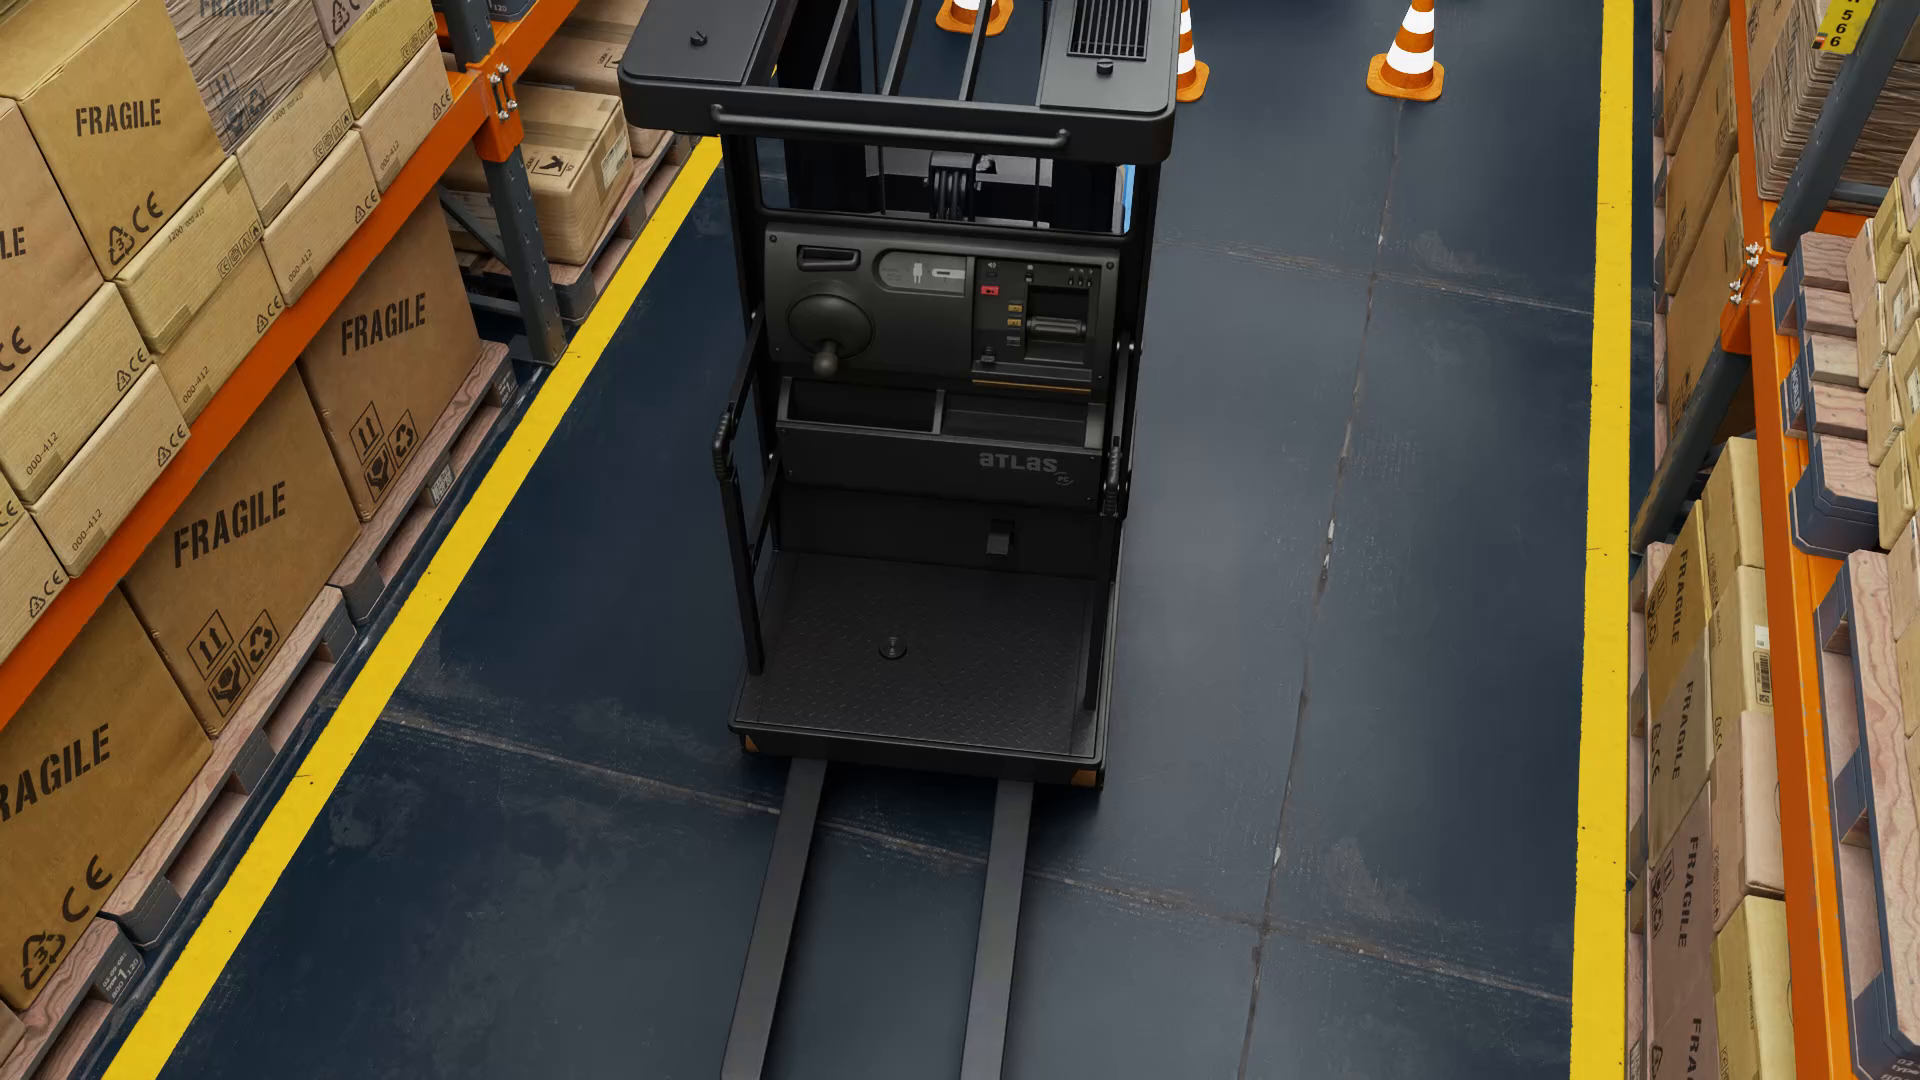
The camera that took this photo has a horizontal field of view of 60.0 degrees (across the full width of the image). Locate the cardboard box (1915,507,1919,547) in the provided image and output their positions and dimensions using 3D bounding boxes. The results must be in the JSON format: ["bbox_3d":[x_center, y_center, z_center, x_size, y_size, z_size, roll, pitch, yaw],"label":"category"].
[{"bbox_3d":[2.206,0.023,3.418,0.380,0.149,0.250,12,50,10],"label":"cardboard box"}]

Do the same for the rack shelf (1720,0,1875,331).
[{"bbox_3d":[3.322,-2.094,6.077,1.077,0.370,4.000,12,50,10],"label":"rack shelf"}]

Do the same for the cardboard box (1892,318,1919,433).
[{"bbox_3d":[2.339,-0.339,3.738,0.380,0.149,0.250,10,49,9],"label":"cardboard box"}]

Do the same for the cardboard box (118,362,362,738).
[{"bbox_3d":[-2.507,-0.097,4.972,0.875,0.875,0.875,12,50,10],"label":"cardboard box"}]

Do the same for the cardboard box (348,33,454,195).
[{"bbox_3d":[-1.889,-1.322,5.016,0.500,0.250,0.500,10,49,9],"label":"cardboard box"}]

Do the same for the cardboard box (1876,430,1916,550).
[{"bbox_3d":[2.273,-0.072,3.701,0.380,0.149,0.250,14,50,12],"label":"cardboard box"}]

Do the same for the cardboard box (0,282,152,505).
[{"bbox_3d":[-2.271,-0.383,3.854,0.500,0.250,0.500,10,49,9],"label":"cardboard box"}]

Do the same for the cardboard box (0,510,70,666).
[{"bbox_3d":[-2.404,0.146,3.721,0.500,0.250,0.500,11,50,10],"label":"cardboard box"}]

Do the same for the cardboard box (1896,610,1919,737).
[{"bbox_3d":[2.136,0.302,3.370,0.380,0.149,0.250,12,50,11],"label":"cardboard box"}]

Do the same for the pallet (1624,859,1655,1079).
[{"bbox_3d":[2.266,1.482,4.301,1.003,0.211,1.213,12,50,10],"label":"pallet"}]

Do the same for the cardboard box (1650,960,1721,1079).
[{"bbox_3d":[1.969,1.370,3.927,0.500,0.500,0.500,11,49,9],"label":"cardboard box"}]

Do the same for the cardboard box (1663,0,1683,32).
[{"bbox_3d":[3.772,-2.706,7.358,1.050,0.750,0.750,11,50,10],"label":"cardboard box"}]

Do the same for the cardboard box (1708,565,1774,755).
[{"bbox_3d":[2.247,0.373,4.307,0.500,0.250,0.500,11,49,10],"label":"cardboard box"}]

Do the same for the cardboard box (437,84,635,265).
[{"bbox_3d":[-1.848,-1.465,6.515,0.950,0.372,0.625,9,49,7],"label":"cardboard box"}]

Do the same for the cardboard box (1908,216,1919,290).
[{"bbox_3d":[2.419,-0.647,3.811,0.380,0.149,0.250,10,49,9],"label":"cardboard box"}]

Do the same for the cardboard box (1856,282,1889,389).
[{"bbox_3d":[2.413,-0.463,4.046,0.380,0.149,0.250,14,50,12],"label":"cardboard box"}]

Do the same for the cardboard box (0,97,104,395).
[{"bbox_3d":[-2.294,-0.632,3.574,0.500,0.500,0.500,11,49,9],"label":"cardboard box"}]

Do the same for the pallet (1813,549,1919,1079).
[{"bbox_3d":[2.314,0.618,3.332,1.003,0.211,1.213,12,50,10],"label":"pallet"}]

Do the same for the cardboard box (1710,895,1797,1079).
[{"bbox_3d":[1.969,1.105,3.661,0.500,0.250,0.500,10,49,8],"label":"cardboard box"}]

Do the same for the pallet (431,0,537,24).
[{"bbox_3d":[-1.921,-2.262,5.874,1.213,0.211,1.003,12,50,10],"label":"pallet"}]

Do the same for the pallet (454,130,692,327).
[{"bbox_3d":[-1.799,-1.431,6.872,1.003,0.211,1.213,12,50,10],"label":"pallet"}]

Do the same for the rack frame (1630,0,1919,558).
[{"bbox_3d":[2.796,-0.885,4.531,1.000,3.000,0.127,12,50,10],"label":"rack frame"}]

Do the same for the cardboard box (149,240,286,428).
[{"bbox_3d":[-2.156,-0.589,4.369,0.500,0.250,0.500,11,50,10],"label":"cardboard box"}]

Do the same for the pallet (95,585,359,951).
[{"bbox_3d":[-2.609,0.569,5.107,1.003,0.211,1.213,12,50,10],"label":"pallet"}]

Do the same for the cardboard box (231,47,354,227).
[{"bbox_3d":[-2.020,-1.133,4.516,0.500,0.250,0.500,10,49,9],"label":"cardboard box"}]

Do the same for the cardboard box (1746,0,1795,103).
[{"bbox_3d":[2.788,-1.658,5.146,0.500,0.500,0.500,12,50,10],"label":"cardboard box"}]

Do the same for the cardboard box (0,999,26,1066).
[{"bbox_3d":[-2.973,1.204,3.824,0.875,0.875,0.875,13,50,11],"label":"cardboard box"}]

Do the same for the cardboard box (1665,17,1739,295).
[{"bbox_3d":[3.270,-1.335,6.148,1.050,0.750,0.750,12,50,11],"label":"cardboard box"}]

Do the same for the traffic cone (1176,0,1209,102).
[{"bbox_3d":[0.959,-2.262,7.438,0.336,0.463,0.334,12,50,10],"label":"traffic cone"}]

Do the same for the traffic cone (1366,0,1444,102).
[{"bbox_3d":[2.039,-2.267,7.442,0.336,0.463,0.334,12,50,10],"label":"traffic cone"}]

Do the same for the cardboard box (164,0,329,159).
[{"bbox_3d":[-2.017,-1.355,4.211,0.500,0.500,0.500,12,50,11],"label":"cardboard box"}]

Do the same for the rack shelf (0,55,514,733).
[{"bbox_3d":[-2.533,-0.104,4.321,1.077,0.370,4.000,12,50,10],"label":"rack shelf"}]

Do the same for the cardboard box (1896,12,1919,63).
[{"bbox_3d":[2.924,-1.572,4.403,0.700,0.500,0.500,11,50,10],"label":"cardboard box"}]

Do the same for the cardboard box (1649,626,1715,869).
[{"bbox_3d":[2.235,0.629,4.582,0.500,0.500,0.500,12,50,10],"label":"cardboard box"}]

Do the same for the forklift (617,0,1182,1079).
[{"bbox_3d":[-0.079,-0.501,4.237,1.130,2.935,3.031,5,49,5],"label":"forklift"}]

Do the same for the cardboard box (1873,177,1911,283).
[{"bbox_3d":[2.475,-0.730,4.082,0.380,0.149,0.250,14,50,12],"label":"cardboard box"}]

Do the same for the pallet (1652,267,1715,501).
[{"bbox_3d":[3.076,-0.518,6.066,1.003,0.211,1.213,12,50,10],"label":"pallet"}]

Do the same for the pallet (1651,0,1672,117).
[{"bbox_3d":[3.718,-2.283,7.624,1.003,0.211,1.213,12,50,10],"label":"pallet"}]
